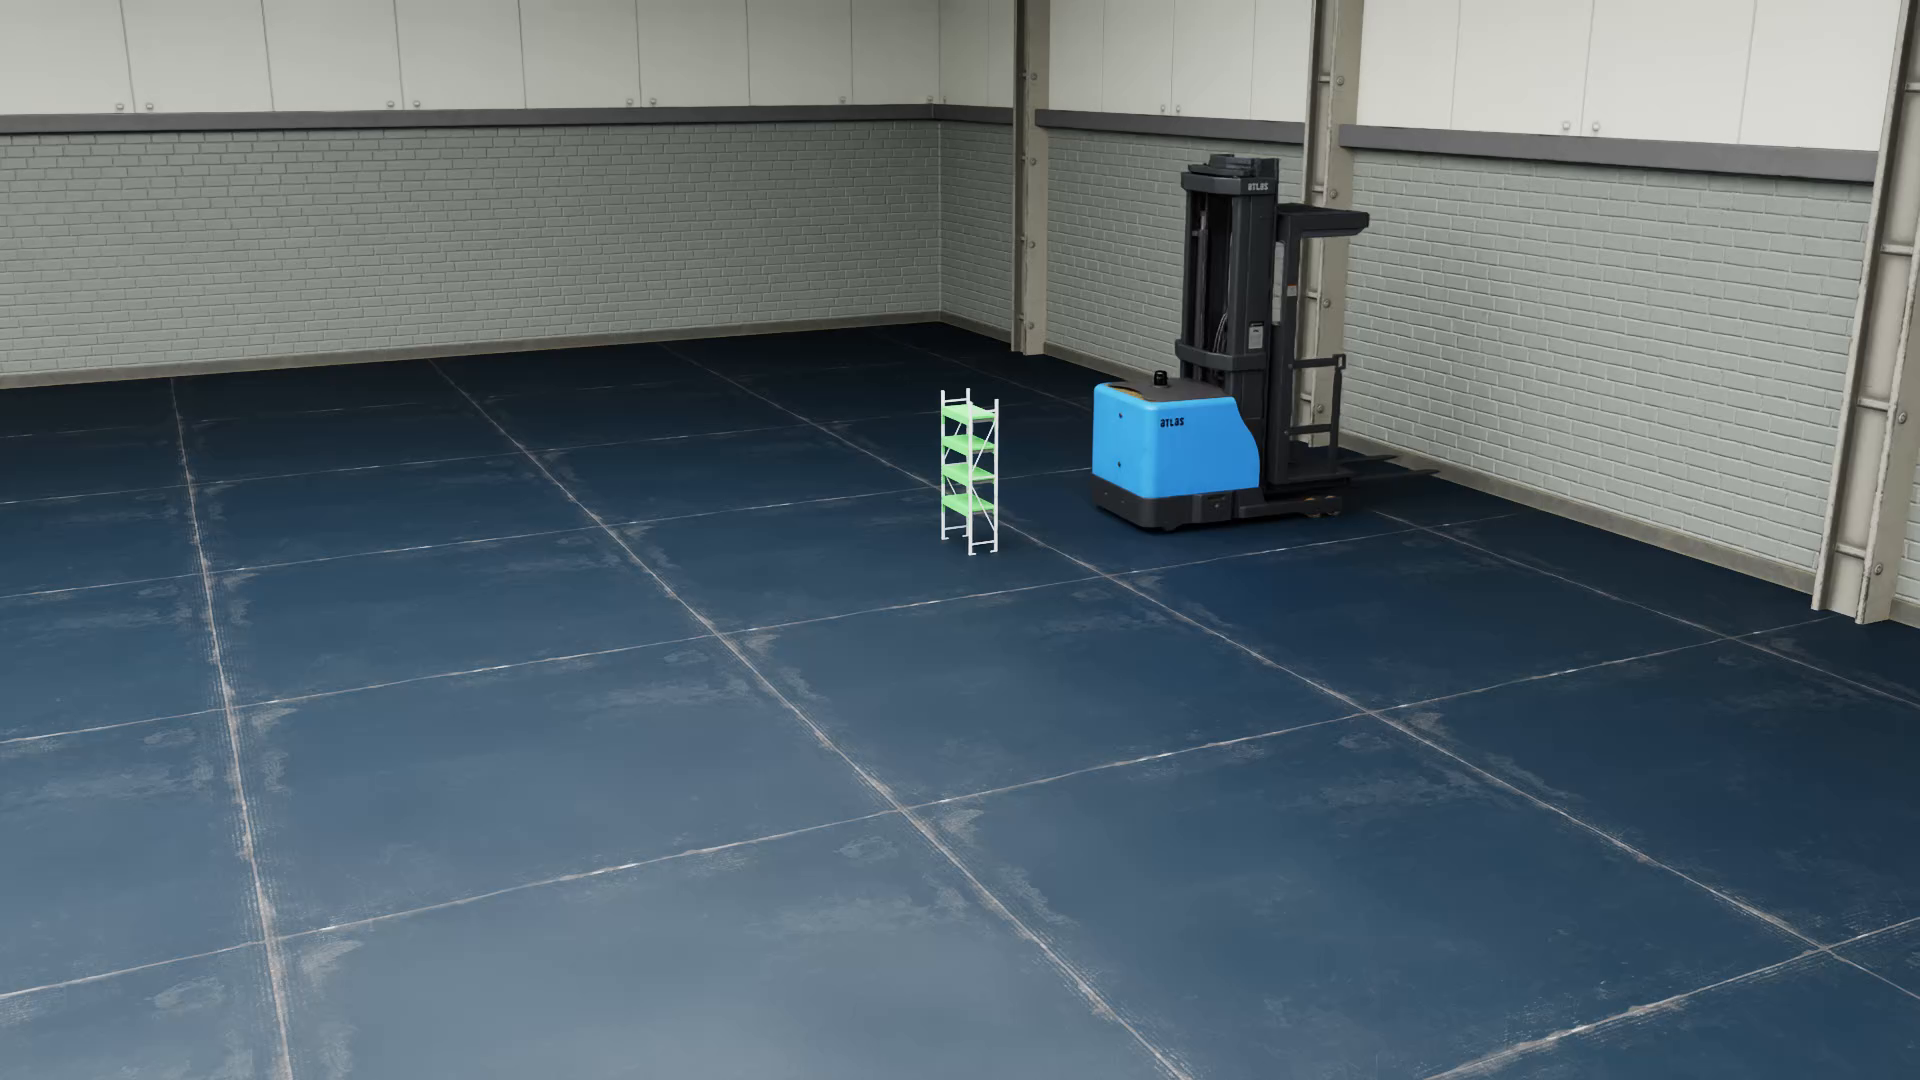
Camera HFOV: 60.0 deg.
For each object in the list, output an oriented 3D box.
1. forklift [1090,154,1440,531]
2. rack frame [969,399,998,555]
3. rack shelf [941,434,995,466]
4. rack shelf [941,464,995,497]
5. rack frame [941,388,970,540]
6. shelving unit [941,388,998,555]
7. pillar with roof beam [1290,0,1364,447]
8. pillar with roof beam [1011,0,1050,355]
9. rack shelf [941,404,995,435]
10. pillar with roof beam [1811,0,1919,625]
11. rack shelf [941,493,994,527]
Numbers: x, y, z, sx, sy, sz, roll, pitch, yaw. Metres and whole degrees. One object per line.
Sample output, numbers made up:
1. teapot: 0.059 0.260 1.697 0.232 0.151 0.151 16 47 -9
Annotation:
1. forklift: 2.676 -1.721 13.935 3.031 2.935 1.130 -6 17 -21
2. rack frame: 0.179 -0.475 12.731 0.240 1.200 0.015 -8 18 -25
3. rack shelf: 0.073 -0.705 12.894 0.258 0.148 0.480 -8 18 -25
4. rack shelf: 0.073 -0.474 12.960 0.258 0.148 0.480 -8 18 -25
5. rack frame: -0.034 -0.596 13.153 0.240 1.200 0.015 -8 18 -25
6. shelving unit: 0.073 -0.536 12.942 0.258 1.200 0.503 -8 18 -25
7. pillar with roof beam: -0.344 -4.788 13.620 9.100 9.000 0.400 -8 18 -25
8. pillar with roof beam: -2.972 -6.275 18.804 9.100 9.000 0.400 -8 18 -25
9. rack shelf: 0.073 -0.936 12.827 0.258 0.148 0.480 -8 18 -25
10. pillar with roof beam: 2.285 -3.300 8.436 9.100 9.000 0.400 -8 18 -25
11. rack shelf: 0.073 -0.244 13.026 0.258 0.148 0.480 -8 18 -25
